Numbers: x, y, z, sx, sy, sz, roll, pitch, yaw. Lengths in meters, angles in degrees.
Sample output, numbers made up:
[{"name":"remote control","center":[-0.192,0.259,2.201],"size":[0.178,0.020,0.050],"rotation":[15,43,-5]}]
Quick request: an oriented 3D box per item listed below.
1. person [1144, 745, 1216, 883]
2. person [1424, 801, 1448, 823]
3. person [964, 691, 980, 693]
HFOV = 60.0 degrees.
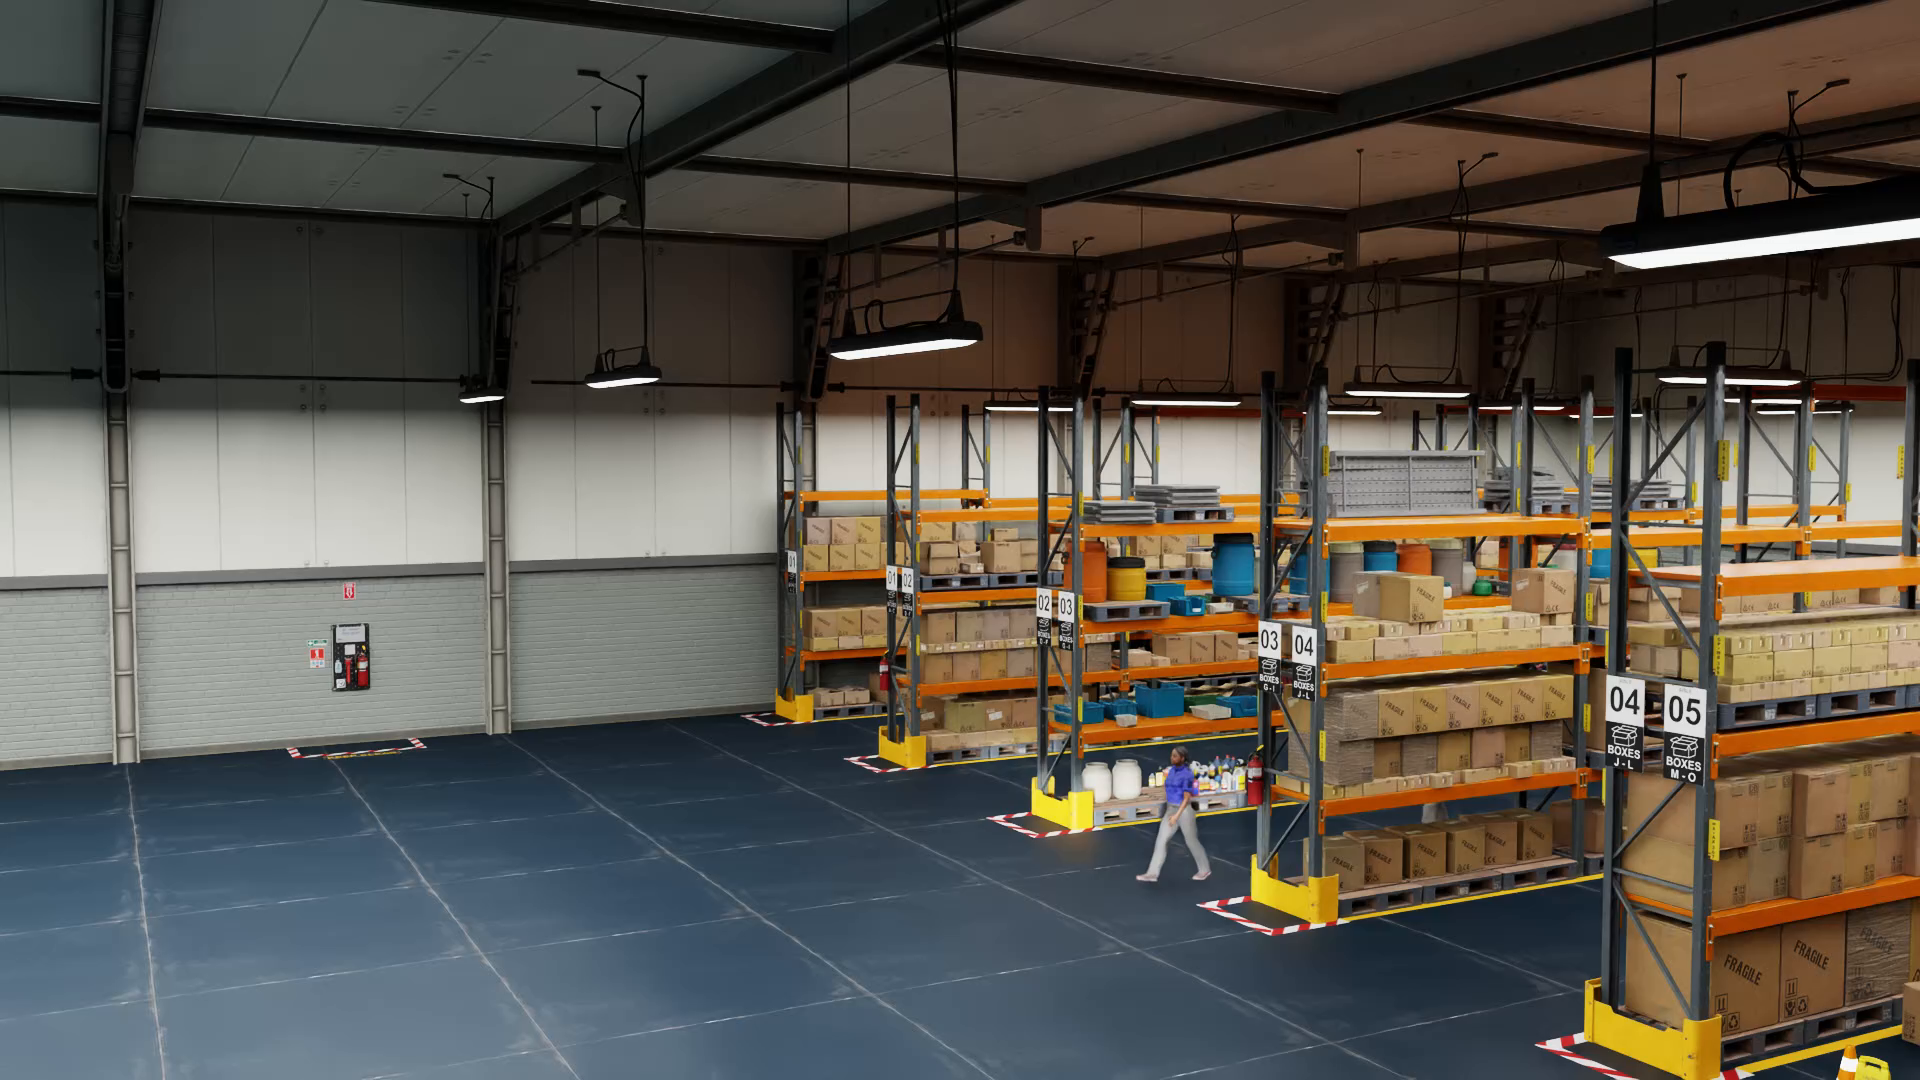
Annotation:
[{"name":"person","center":[2.594,3.238,19.628],"size":[0.862,1.632,0.493],"rotation":[-1,3,-15]},{"name":"person","center":[6.139,3.088,21.502],"size":[0.668,1.754,0.662],"rotation":[0,3,4]},{"name":"person","center":[0.231,2.698,29.894],"size":[0.370,1.582,0.460],"rotation":[-3,4,-38]}]
